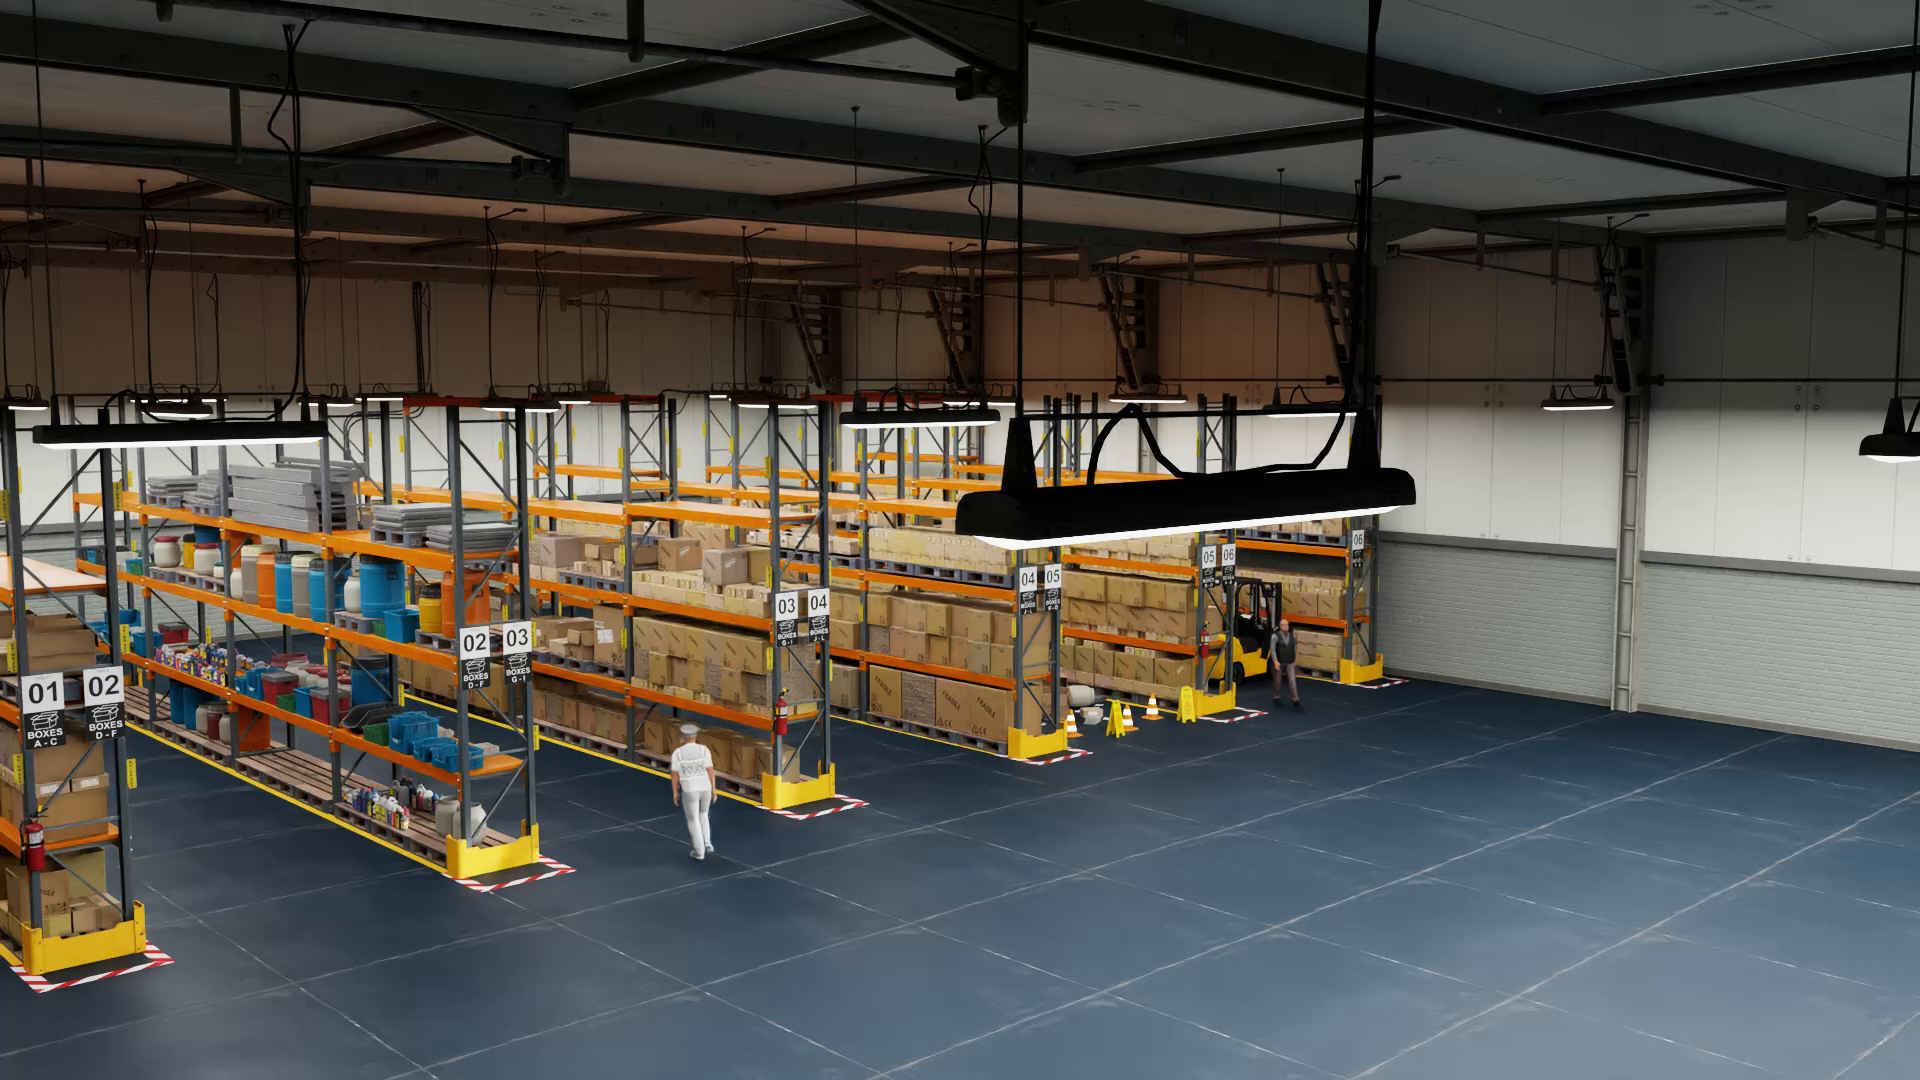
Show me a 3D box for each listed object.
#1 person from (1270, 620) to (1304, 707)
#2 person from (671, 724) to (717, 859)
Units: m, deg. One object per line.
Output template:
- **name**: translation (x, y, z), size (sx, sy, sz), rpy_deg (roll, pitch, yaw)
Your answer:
- **person**: translation (6.252, 2.378, 31.984), size (0.563, 1.677, 0.993), rpy_deg (0, 6, -3)
- **person**: translation (-3.514, 3.329, 21.990), size (0.564, 1.767, 0.529), rpy_deg (-3, 6, -30)
